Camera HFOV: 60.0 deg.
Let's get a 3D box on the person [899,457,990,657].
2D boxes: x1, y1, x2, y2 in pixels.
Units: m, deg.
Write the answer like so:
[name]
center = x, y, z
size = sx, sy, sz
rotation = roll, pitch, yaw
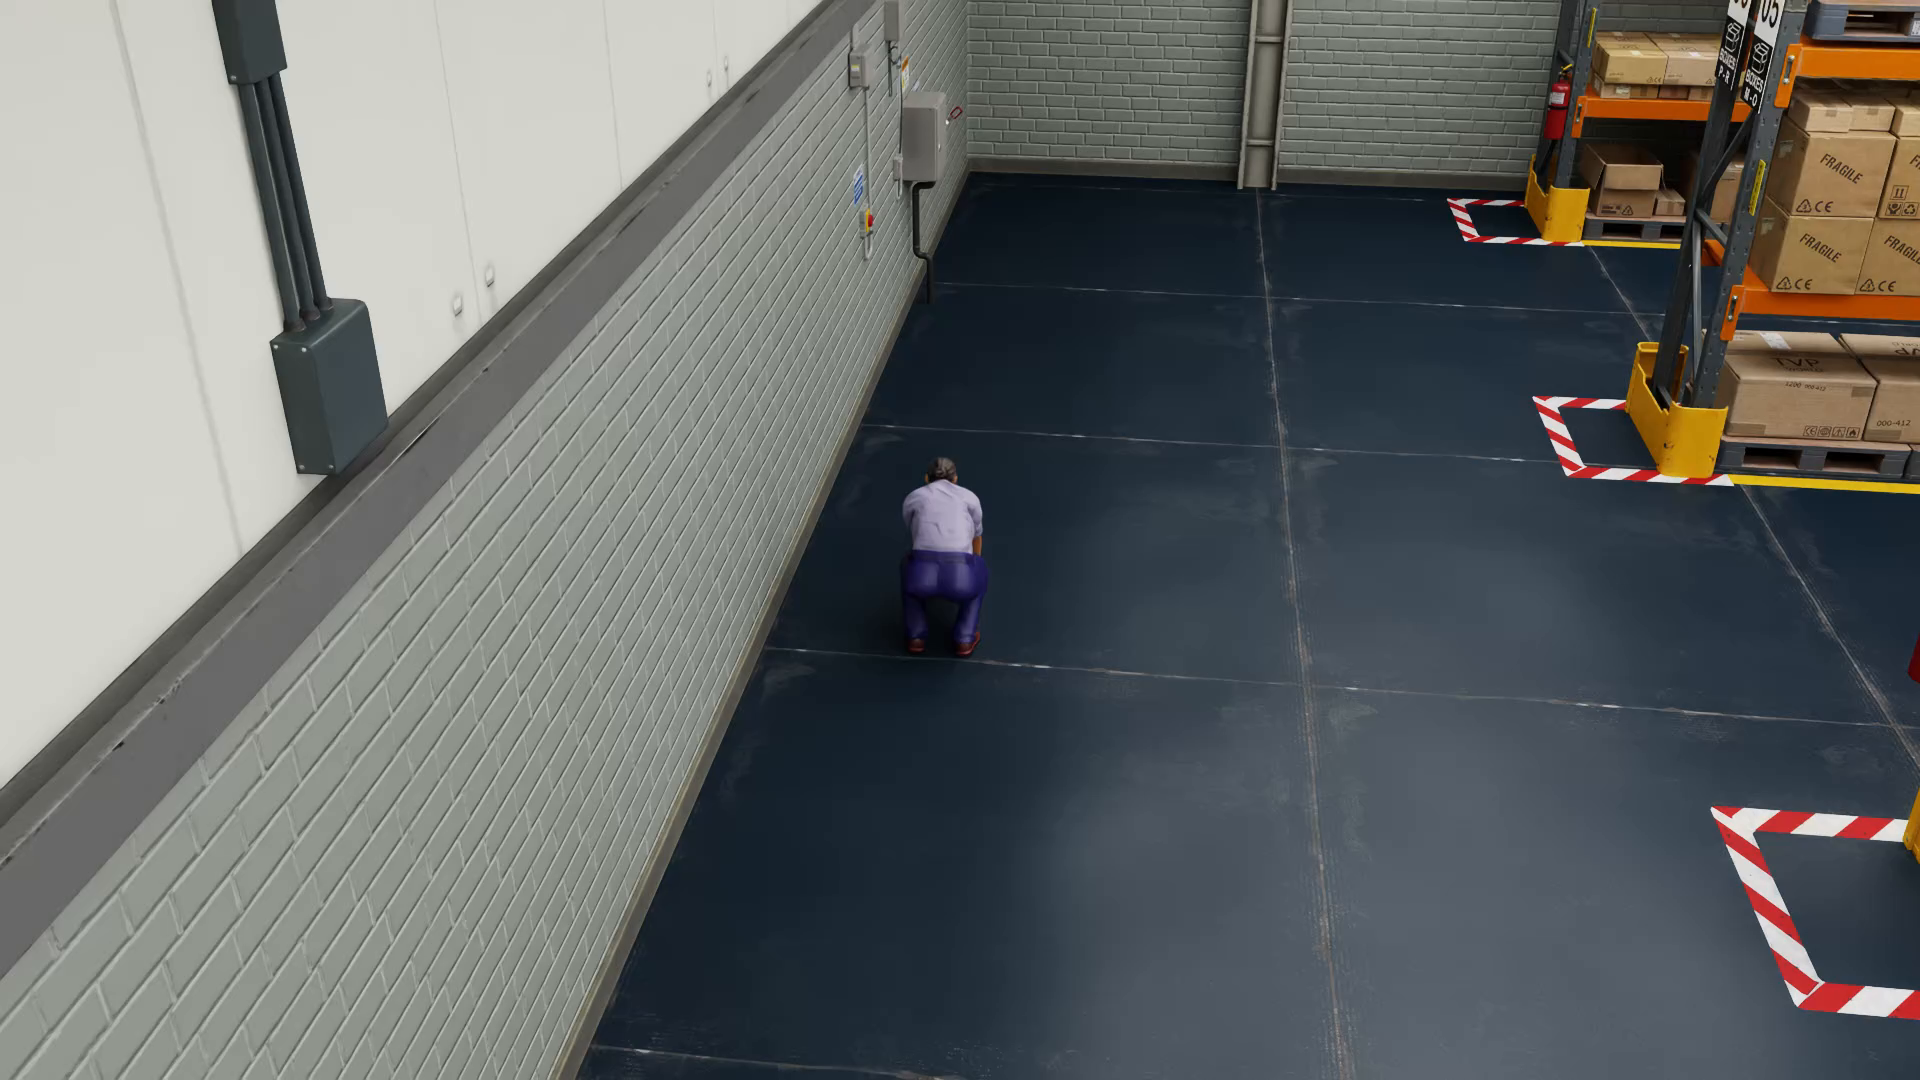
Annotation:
[person]
center = -0.093, 0.105, 9.205
size = 0.509, 0.936, 0.866
rotation = 3, 29, 5
